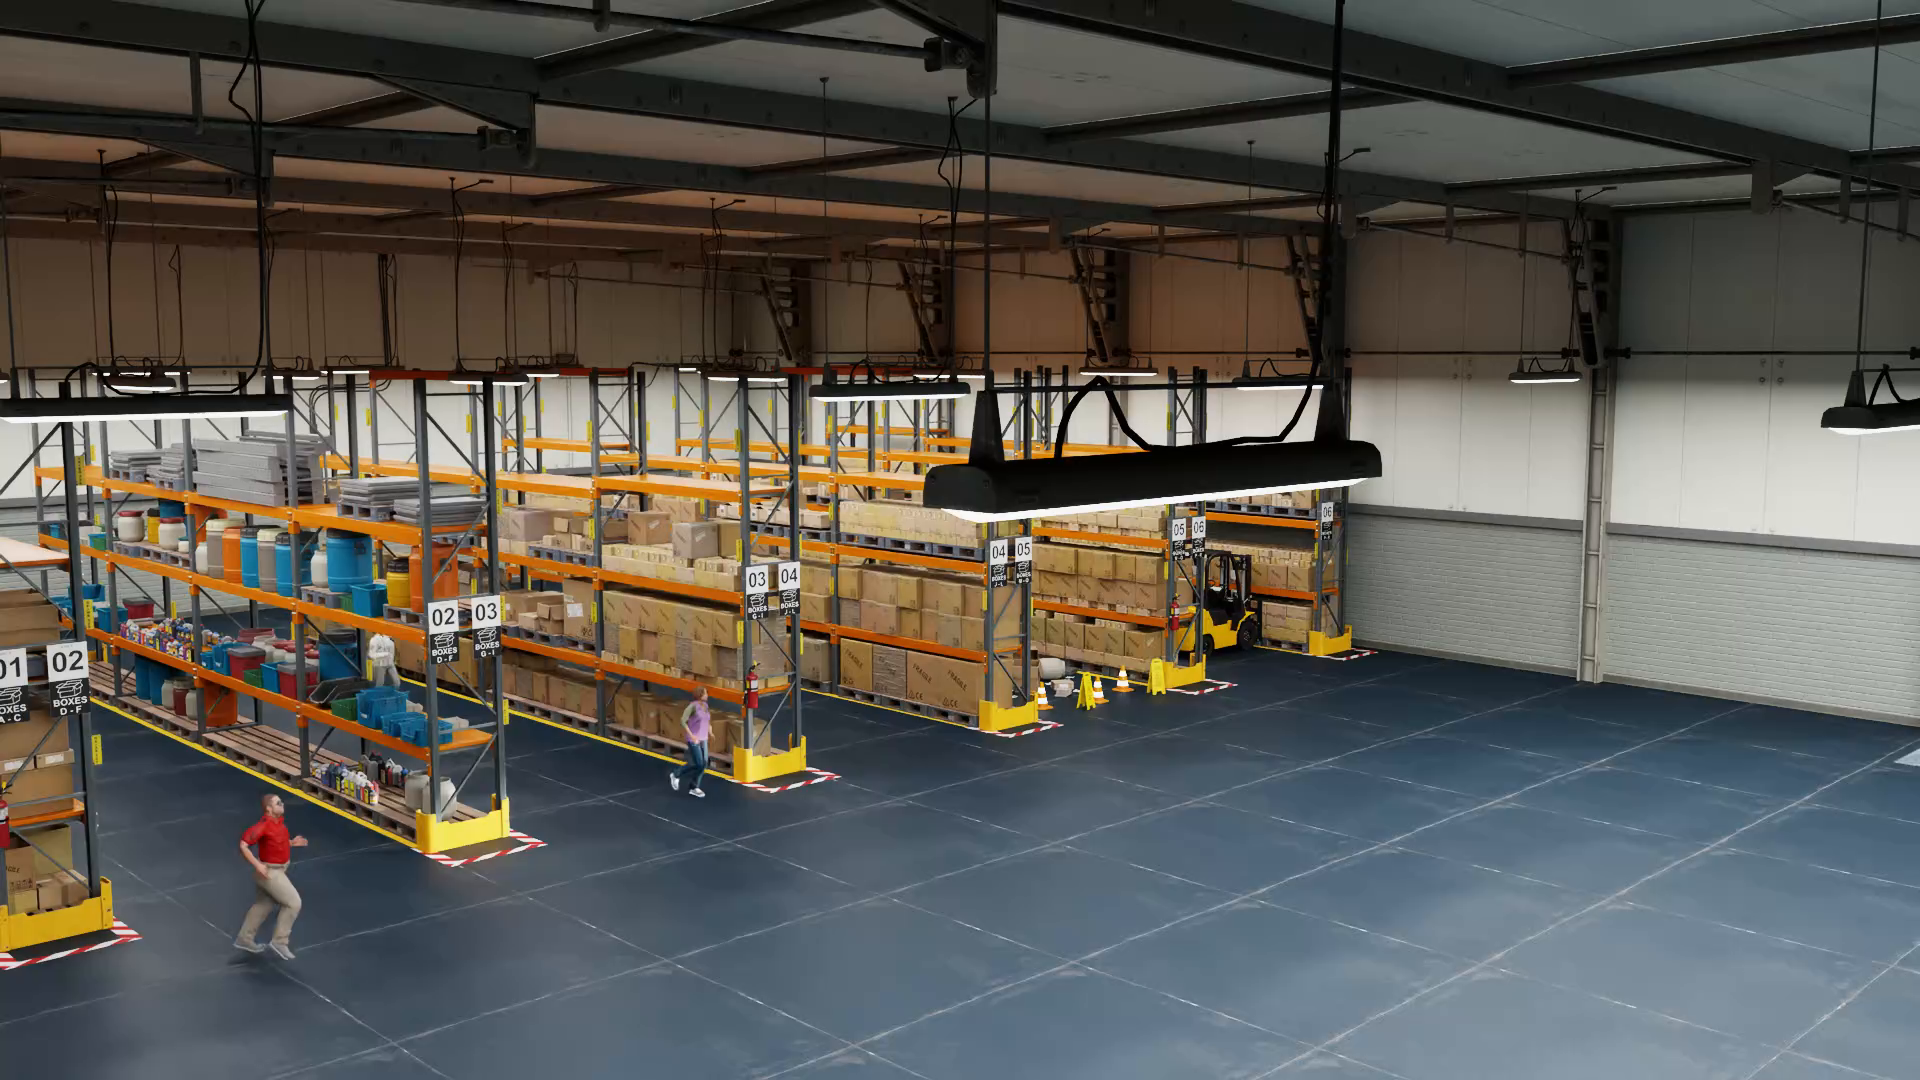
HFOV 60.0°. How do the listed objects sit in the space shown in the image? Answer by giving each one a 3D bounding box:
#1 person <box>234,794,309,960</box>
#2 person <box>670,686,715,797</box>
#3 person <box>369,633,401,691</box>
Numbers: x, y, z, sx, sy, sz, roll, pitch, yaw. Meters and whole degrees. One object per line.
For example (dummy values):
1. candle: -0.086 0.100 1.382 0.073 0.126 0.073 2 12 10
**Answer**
1. person: -7.228 3.533 17.419 0.776 1.793 0.640 -2 7 -15
2. person: -3.818 2.886 23.934 0.548 1.515 0.602 3 7 26
3. person: -10.044 2.231 29.018 0.726 1.740 0.590 5 8 38
